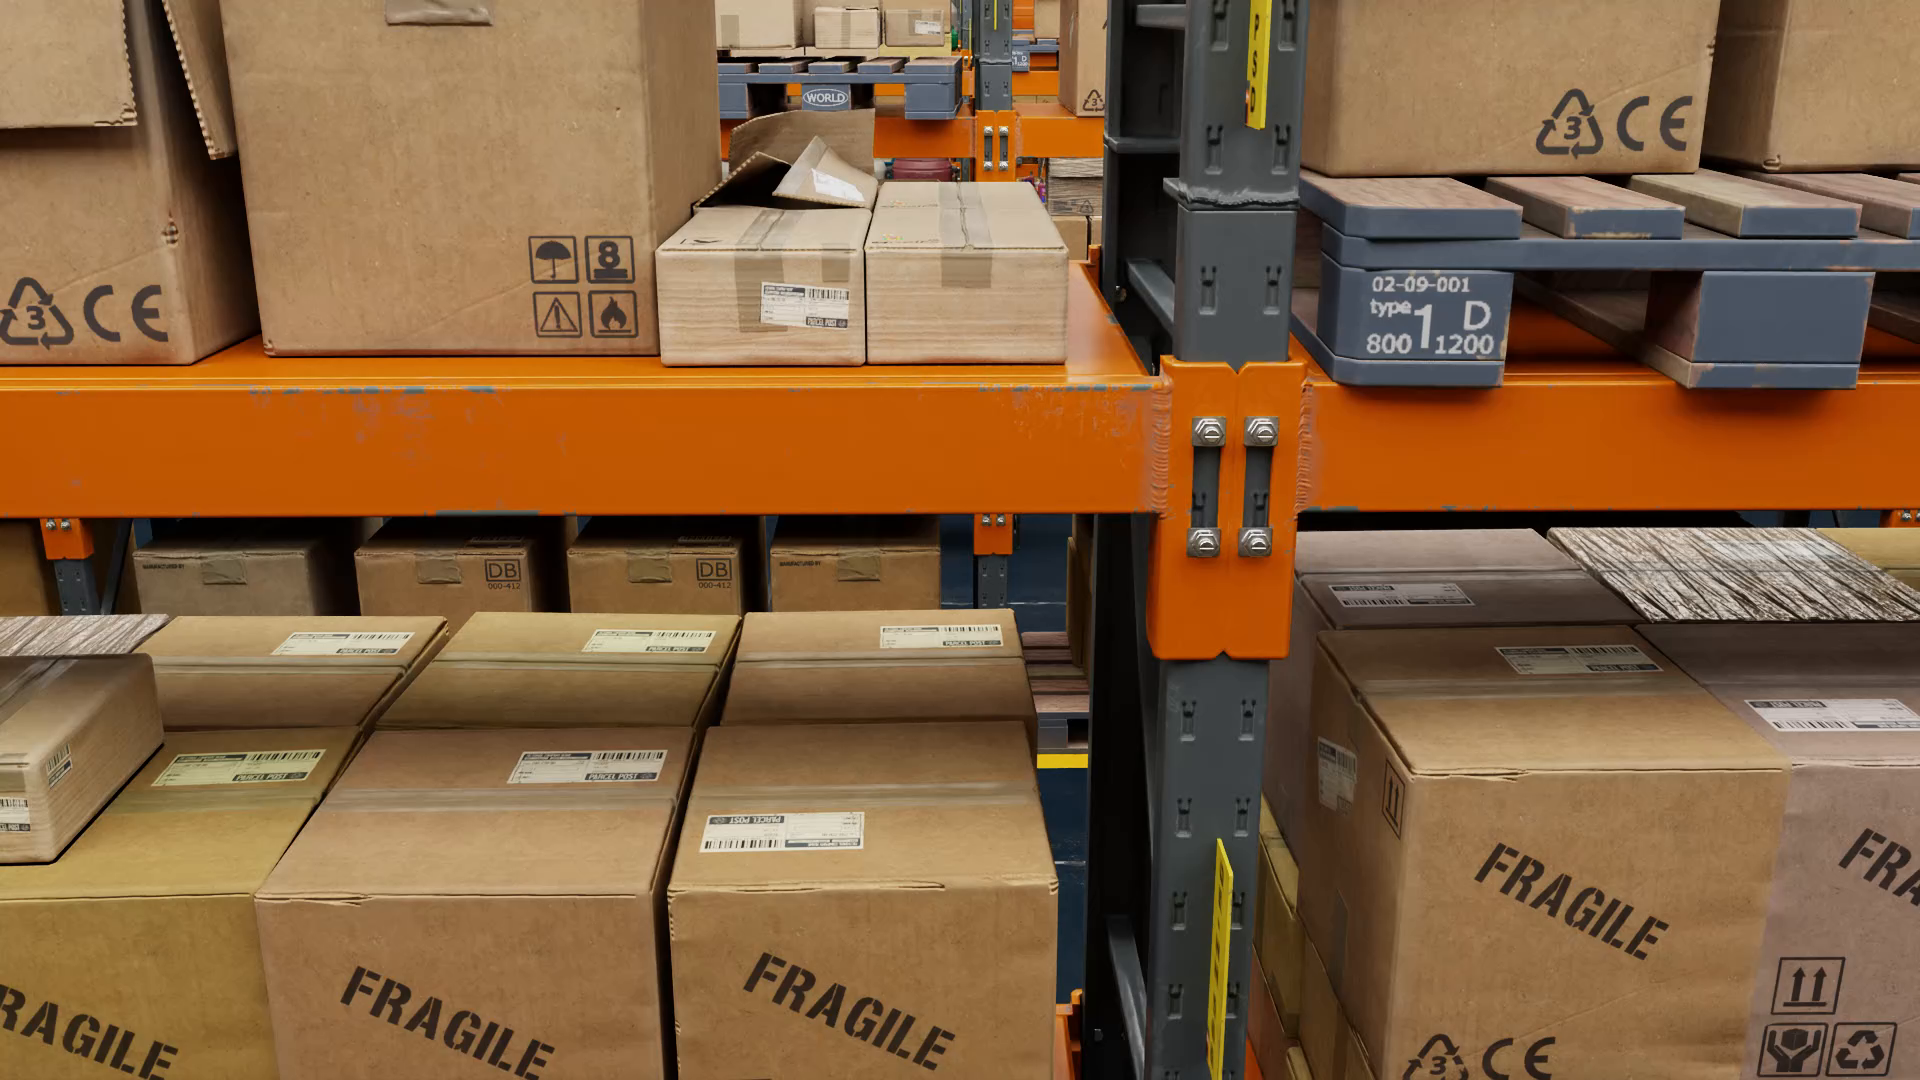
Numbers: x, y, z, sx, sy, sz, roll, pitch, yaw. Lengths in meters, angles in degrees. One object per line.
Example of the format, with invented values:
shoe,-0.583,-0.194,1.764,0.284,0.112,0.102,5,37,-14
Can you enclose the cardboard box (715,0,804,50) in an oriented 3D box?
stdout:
cardboard box,-0.904,-2.148,6.716,0.500,0.311,0.500,0,18,-1

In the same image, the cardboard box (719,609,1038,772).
cardboard box,-0.138,0.443,2.918,0.500,0.500,0.500,-1,18,-2

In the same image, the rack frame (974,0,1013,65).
rack frame,0.137,-3.467,6.625,0.127,3.000,1.000,0,18,-1

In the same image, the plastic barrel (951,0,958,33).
plastic barrel,-0.234,-5.213,16.792,0.421,0.512,0.421,0,18,0

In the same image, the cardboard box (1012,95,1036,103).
cardboard box,0.939,-6.787,26.112,0.500,0.500,0.500,0,18,1

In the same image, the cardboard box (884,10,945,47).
cardboard box,-0.200,-2.214,7.189,0.250,0.149,0.380,-1,18,-3

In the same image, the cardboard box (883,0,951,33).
cardboard box,-0.314,-3.761,11.470,0.500,0.500,0.500,0,18,1

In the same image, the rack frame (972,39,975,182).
rack frame,0.160,-2.126,12.265,0.127,3.000,1.000,0,18,-1

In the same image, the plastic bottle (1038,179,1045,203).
plastic bottle,0.849,-3.474,16.659,0.133,0.283,0.061,0,18,-1

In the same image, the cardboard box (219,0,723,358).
cardboard box,-0.632,-0.574,2.352,0.500,0.500,0.700,0,18,-1

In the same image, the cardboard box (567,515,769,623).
cardboard box,-1.348,0.241,7.881,0.750,0.750,1.050,0,18,0

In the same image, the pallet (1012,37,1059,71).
pallet,0.803,-3.484,11.896,1.003,0.211,1.213,1,18,2

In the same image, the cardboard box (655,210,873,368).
cardboard box,-0.244,-0.339,2.194,0.250,0.149,0.380,0,18,-1

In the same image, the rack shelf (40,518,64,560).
rack shelf,-5.862,-0.239,7.561,4.000,0.370,1.077,0,18,-1

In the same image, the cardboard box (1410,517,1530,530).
cardboard box,2.353,0.089,7.536,0.500,0.250,0.500,-1,18,-3

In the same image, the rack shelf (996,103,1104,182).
rack shelf,2.137,-1.706,7.223,4.000,0.370,1.077,0,18,-1

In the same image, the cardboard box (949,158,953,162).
cardboard box,-0.357,-5.121,21.746,0.500,0.311,0.500,1,18,3

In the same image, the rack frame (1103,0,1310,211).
rack frame,0.316,-1.956,1.913,0.127,3.000,1.000,0,18,-1

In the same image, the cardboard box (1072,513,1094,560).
cardboard box,0.817,-0.061,8.004,0.500,0.250,0.500,-1,18,-2

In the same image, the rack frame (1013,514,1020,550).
rack frame,0.359,-0.716,10.324,0.023,1.500,0.400,0,18,-1

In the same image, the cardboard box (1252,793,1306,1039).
cardboard box,0.796,0.654,3.025,0.500,0.250,0.500,0,18,-1

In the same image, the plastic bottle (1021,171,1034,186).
plastic bottle,0.710,-3.717,17.414,0.133,0.283,0.061,0,18,-1

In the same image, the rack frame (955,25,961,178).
rack frame,0.007,-5.152,21.697,0.127,3.000,1.000,0,18,-1

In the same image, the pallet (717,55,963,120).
pallet,-0.506,-1.930,7.052,1.003,0.211,1.213,1,18,2

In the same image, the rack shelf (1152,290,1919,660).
rack shelf,2.316,-0.195,2.511,4.000,0.370,1.077,0,18,-1

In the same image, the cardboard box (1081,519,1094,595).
cardboard box,0.830,0.093,7.524,0.500,0.250,0.500,-1,18,-3

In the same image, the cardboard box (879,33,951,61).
cardboard box,-0.312,-3.406,11.589,0.500,0.250,0.500,0,18,-1

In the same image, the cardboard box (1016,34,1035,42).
cardboard box,0.953,-6.643,21.269,0.500,0.500,0.910,0,18,-1

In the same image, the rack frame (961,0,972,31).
rack frame,0.081,-6.496,16.064,0.127,3.000,1.000,0,18,-1

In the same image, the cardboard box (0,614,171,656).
cardboard box,-1.690,0.452,2.889,0.500,0.500,0.500,-1,18,-3

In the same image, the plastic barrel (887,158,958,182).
plastic barrel,-0.378,-3.609,16.664,0.708,0.536,0.600,0,18,-1

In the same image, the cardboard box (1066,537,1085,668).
cardboard box,0.791,0.296,8.118,0.500,0.500,0.500,0,18,-1

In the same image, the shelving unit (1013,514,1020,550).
shelving unit,-0.007,-0.714,10.318,0.755,1.500,0.431,0,18,-1

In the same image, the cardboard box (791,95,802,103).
cardboard box,-2.348,-6.908,26.287,0.500,0.500,0.700,2,18,7

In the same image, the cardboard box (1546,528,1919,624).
cardboard box,1.342,0.289,2.934,0.500,0.500,0.500,0,18,0

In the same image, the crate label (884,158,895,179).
crate label,-0.916,-3.734,17.218,0.616,0.435,0.502,0,18,-1

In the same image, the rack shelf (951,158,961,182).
rack shelf,-1.993,-4.800,21.776,4.000,0.370,1.077,0,18,-1

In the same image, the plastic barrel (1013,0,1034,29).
plastic barrel,0.649,-5.474,16.398,0.708,0.830,0.600,0,18,-1

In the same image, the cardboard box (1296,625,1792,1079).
cardboard box,0.813,0.449,2.436,0.500,0.500,0.500,-1,18,-3

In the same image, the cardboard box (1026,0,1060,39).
cardboard box,0.768,-3.829,11.805,0.637,0.503,0.797,1,18,2

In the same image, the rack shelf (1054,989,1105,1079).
rack shelf,-1.684,1.253,2.910,4.000,0.370,1.077,0,18,-1

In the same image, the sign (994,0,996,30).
sign,0.137,-2.153,6.463,0.005,0.325,0.100,0,18,-1

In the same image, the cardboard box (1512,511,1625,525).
cardboard box,2.861,-0.071,8.034,0.500,0.250,0.500,0,18,1

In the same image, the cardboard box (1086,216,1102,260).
cardboard box,1.166,-2.096,12.008,0.500,0.500,0.500,-1,18,-2

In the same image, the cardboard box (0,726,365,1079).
cardboard box,-1.156,0.607,2.406,0.500,0.500,0.500,-1,18,-5

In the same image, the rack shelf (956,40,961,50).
rack shelf,-1.993,-6.228,21.318,4.000,0.370,1.077,0,18,-1
